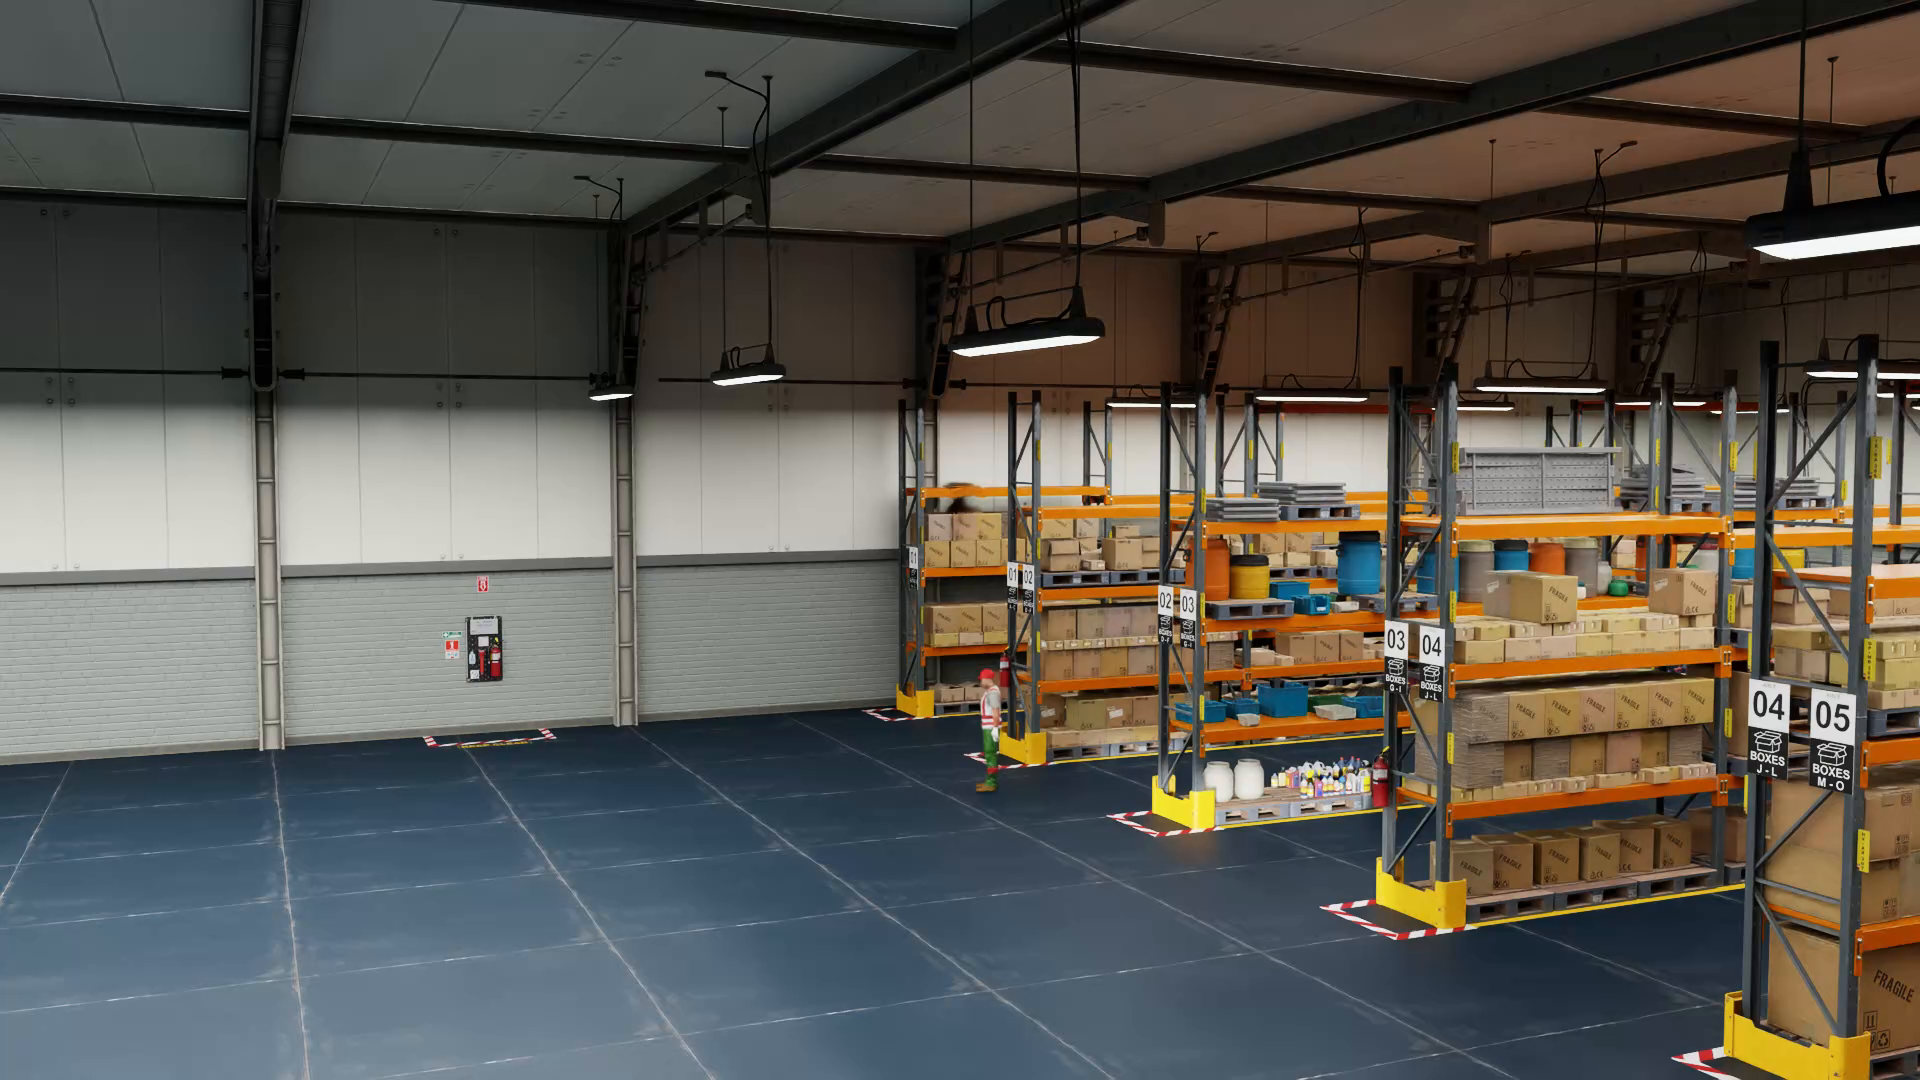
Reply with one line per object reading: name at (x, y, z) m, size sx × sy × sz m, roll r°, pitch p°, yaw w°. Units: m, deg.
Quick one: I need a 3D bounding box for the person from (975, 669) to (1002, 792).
person at (0.428, 2.817, 24.749) m, size 0.407 × 1.784 × 0.628 m, roll 0°, pitch 3°, yaw -1°
